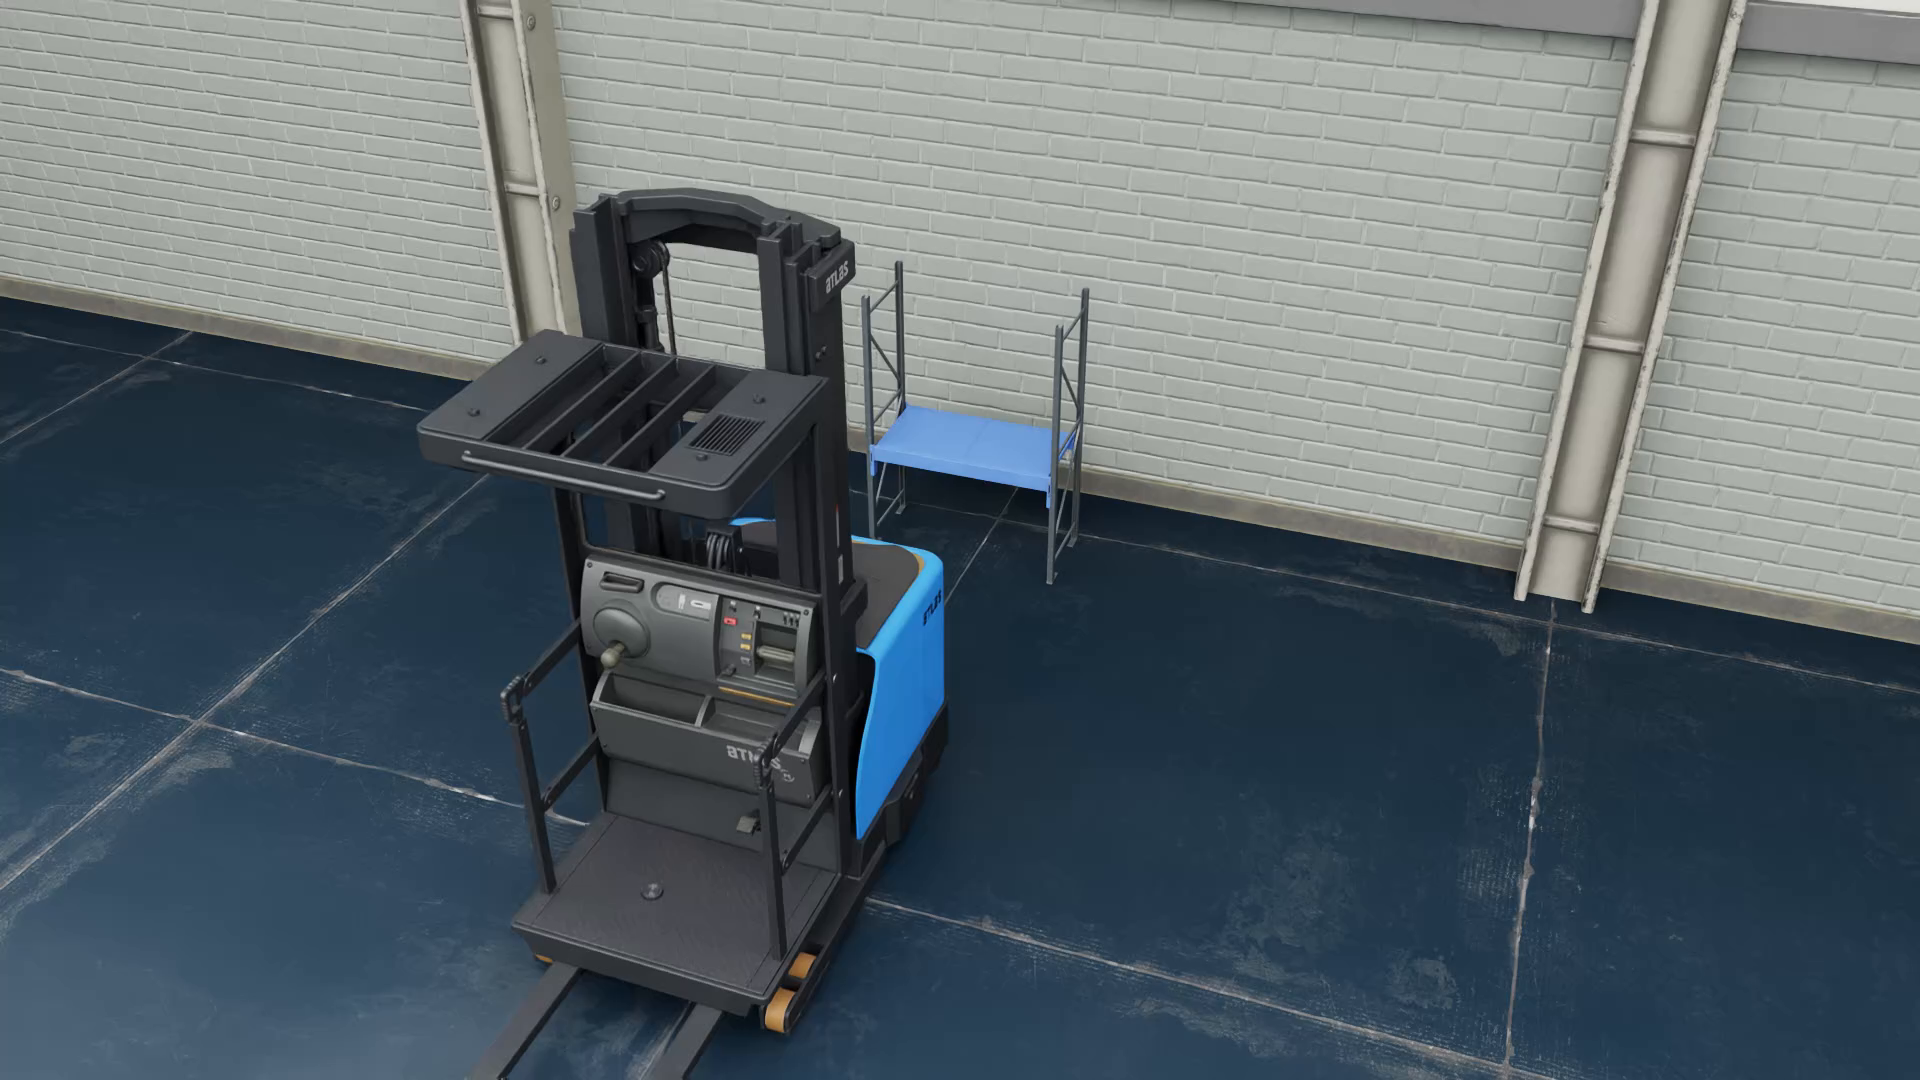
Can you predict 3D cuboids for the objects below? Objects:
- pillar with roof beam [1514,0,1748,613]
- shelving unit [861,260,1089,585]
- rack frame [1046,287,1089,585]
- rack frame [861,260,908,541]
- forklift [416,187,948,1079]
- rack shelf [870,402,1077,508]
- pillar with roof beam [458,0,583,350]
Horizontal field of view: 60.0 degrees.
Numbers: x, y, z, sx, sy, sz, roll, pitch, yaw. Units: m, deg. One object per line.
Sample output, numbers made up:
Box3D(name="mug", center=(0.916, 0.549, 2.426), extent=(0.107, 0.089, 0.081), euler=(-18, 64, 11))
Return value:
Box3D(name="pillar with roof beam", center=(1.696, -1.315, 2.958), extent=(0.400, 9.000, 9.100), euler=(11, 34, 16))
Box3D(name="shelving unit", center=(0.080, -0.614, 8.787), extent=(1.048, 1.500, 0.538), euler=(11, 34, 16))
Box3D(name="rack frame", center=(0.559, -0.521, 8.643), extent=(0.032, 1.500, 0.500), euler=(11, 34, 16))
Box3D(name="rack frame", center=(-0.398, -0.707, 8.931), extent=(0.032, 1.500, 0.500), euler=(11, 34, 16))
Box3D(name="forklift", center=(-1.041, 0.384, 5.921), extent=(1.130, 2.935, 3.031), euler=(11, 35, 17))
Box3D(name="rack shelf", center=(0.080, -0.463, 8.885), extent=(1.000, 0.185, 0.538), euler=(11, 34, 16))
Box3D(name="pillar with roof beam", center=(-3.952, -2.413, 4.659), extent=(0.400, 9.000, 9.100), euler=(11, 34, 16))
